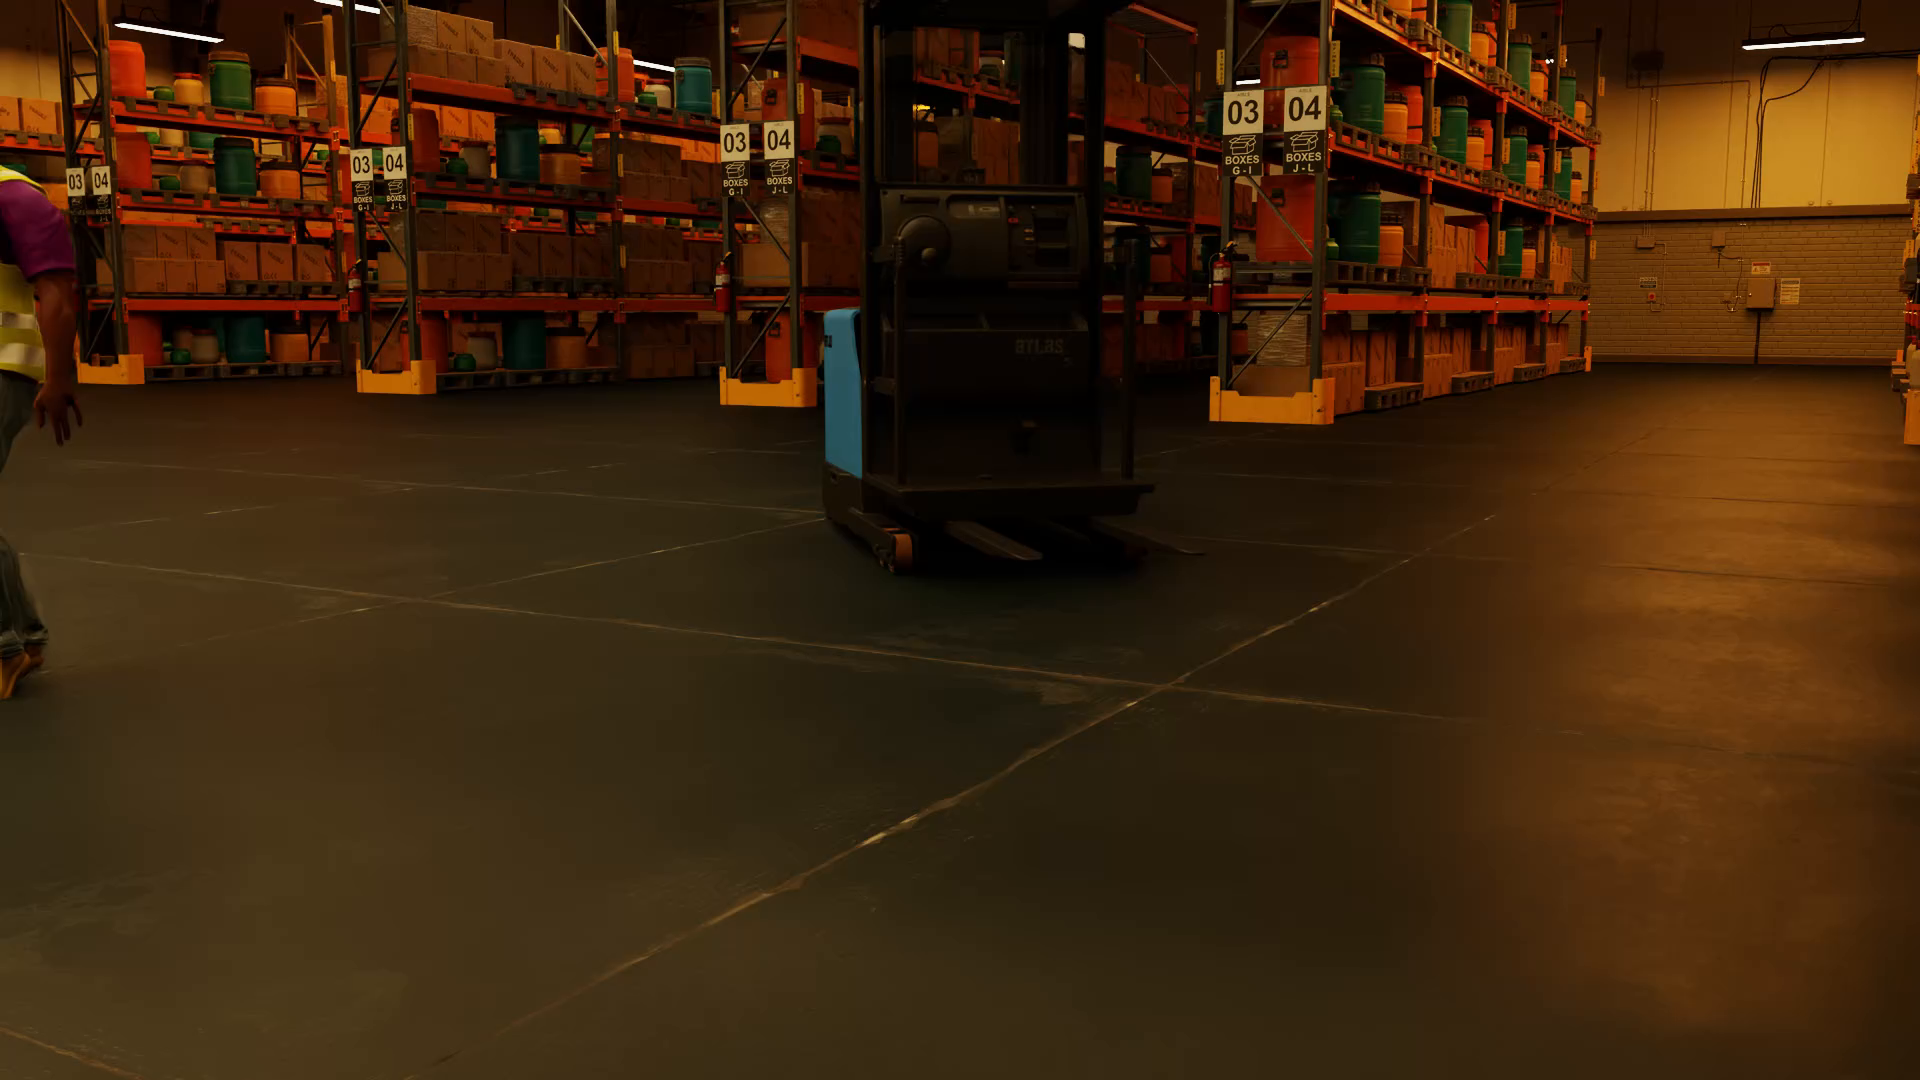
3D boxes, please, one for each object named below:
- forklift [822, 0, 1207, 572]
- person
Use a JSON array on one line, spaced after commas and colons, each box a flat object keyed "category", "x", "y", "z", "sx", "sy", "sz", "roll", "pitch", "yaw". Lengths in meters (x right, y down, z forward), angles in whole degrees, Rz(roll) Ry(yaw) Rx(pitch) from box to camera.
[{"category": "forklift", "x": 0.166, "y": -1.375, "z": 7.057, "sx": 1.130, "sy": 2.935, "sz": 3.031, "roll": -2, "pitch": 8, "yaw": -14}, {"category": "person", "x": -2.848, "y": -0.421, "z": 4.733, "sx": 0.672, "sy": 1.808, "sz": 0.517, "roll": 3, "pitch": 9, "yaw": 24}]
